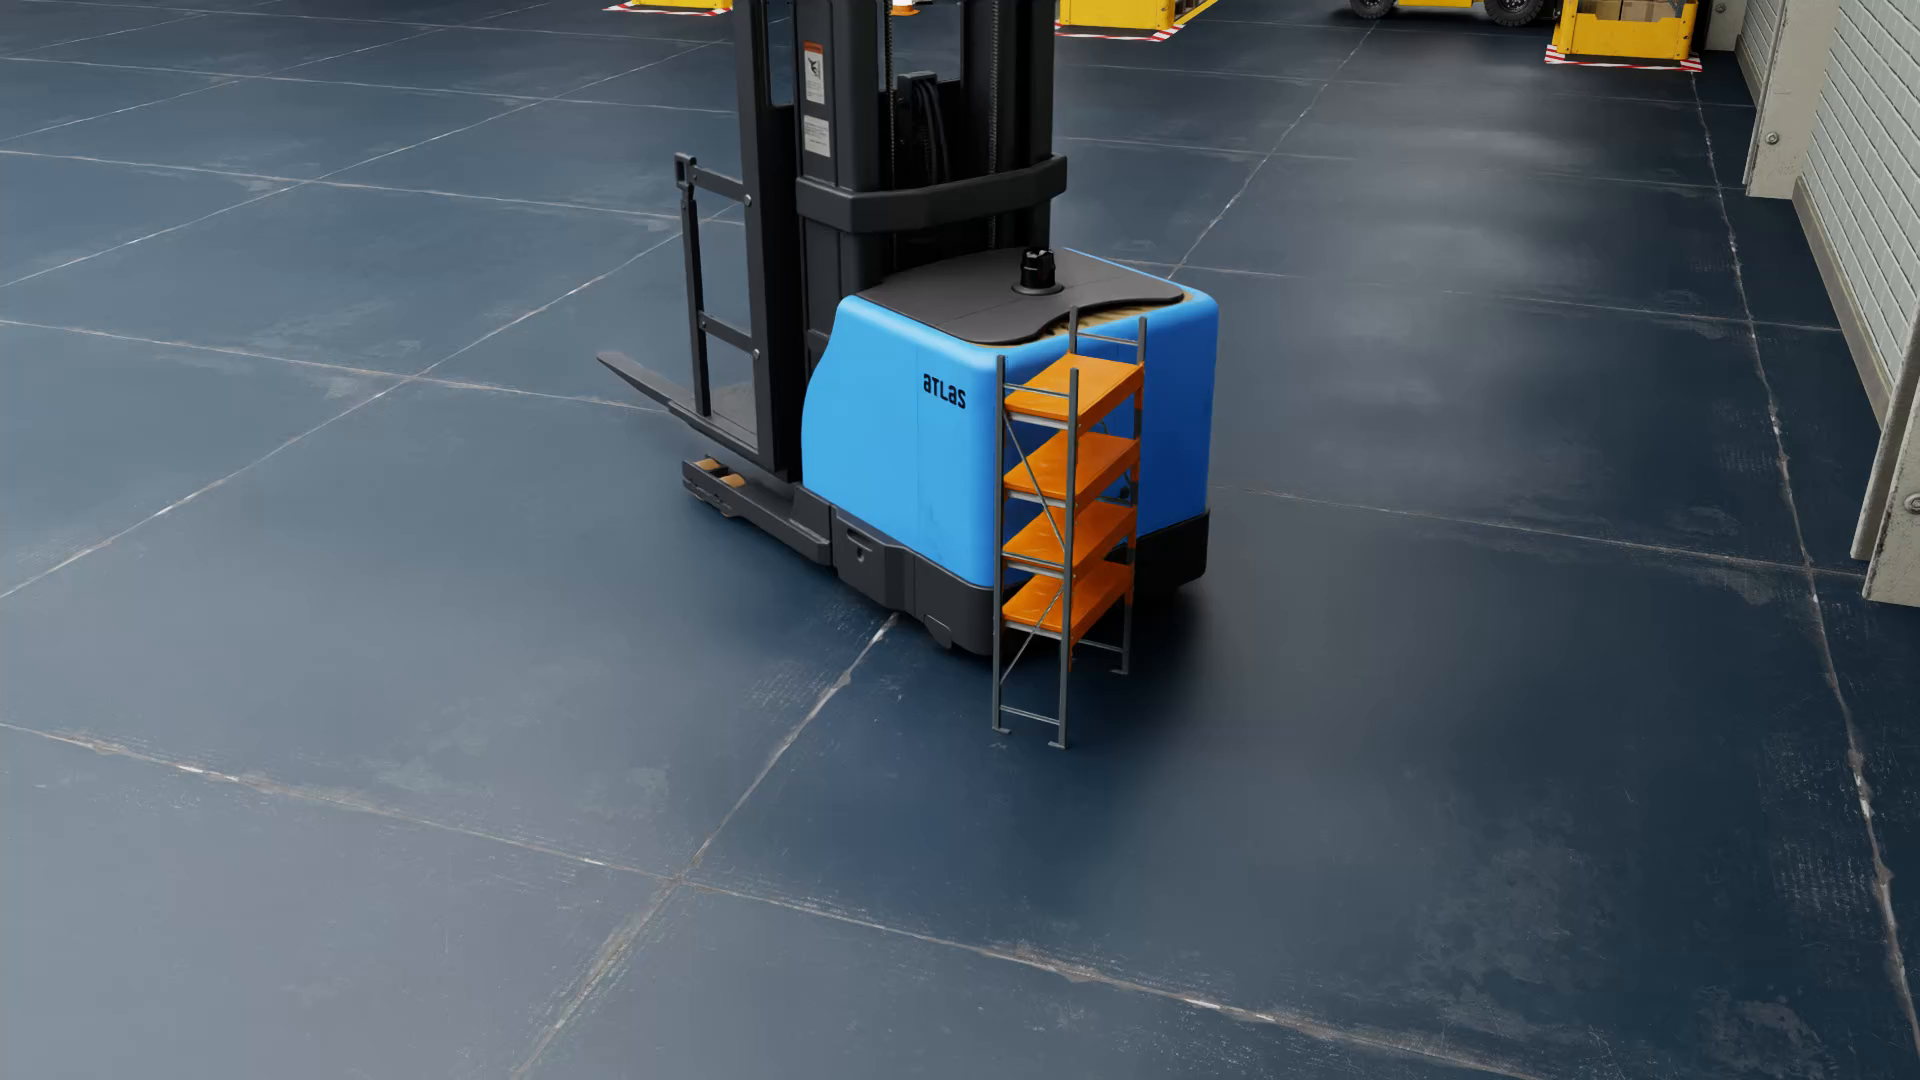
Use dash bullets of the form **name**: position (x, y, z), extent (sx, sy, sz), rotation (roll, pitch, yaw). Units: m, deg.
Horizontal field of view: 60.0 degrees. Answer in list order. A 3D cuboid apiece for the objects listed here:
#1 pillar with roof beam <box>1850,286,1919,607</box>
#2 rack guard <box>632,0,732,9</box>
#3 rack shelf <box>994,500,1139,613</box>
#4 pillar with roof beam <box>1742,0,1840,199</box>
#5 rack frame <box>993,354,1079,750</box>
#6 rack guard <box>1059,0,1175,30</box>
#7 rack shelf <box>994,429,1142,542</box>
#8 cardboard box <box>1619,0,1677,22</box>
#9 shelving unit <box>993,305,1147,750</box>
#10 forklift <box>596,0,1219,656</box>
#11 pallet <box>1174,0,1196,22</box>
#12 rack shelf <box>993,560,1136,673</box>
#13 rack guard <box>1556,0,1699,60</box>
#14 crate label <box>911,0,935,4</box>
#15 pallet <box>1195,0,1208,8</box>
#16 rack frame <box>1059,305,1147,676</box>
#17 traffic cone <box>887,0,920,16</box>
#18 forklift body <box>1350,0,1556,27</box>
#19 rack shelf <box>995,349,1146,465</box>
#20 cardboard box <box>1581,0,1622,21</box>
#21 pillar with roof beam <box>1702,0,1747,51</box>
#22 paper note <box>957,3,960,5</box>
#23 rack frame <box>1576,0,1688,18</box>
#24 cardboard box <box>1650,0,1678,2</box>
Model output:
- **pillar with roof beam**: position (-0.683, -4.527, 5.273), extent (9.100, 9.000, 0.400), rotation (9, 27, 17)
- **rack guard**: position (-3.103, -6.238, 18.560), extent (1.175, 0.500, 0.348), rotation (9, 27, 17)
- **rack shelf**: position (0.322, 0.025, 4.976), extent (0.258, 0.148, 0.480), rotation (13, 29, 25)
- **pillar with roof beam**: position (1.314, -6.992, 10.366), extent (9.100, 9.000, 0.400), rotation (9, 27, 17)
- **rack frame**: position (0.209, 0.059, 4.752), extent (0.240, 1.200, 0.015), rotation (13, 29, 25)
- **rack guard**: position (1.632, -5.603, 17.248), extent (1.175, 0.500, 0.348), rotation (9, 27, 17)
- **rack shelf**: position (0.322, -0.176, 4.878), extent (0.258, 0.148, 0.480), rotation (13, 29, 25)
- **cardboard box**: position (6.636, -5.103, 16.021), extent (0.500, 0.250, 0.500), rotation (9, 27, 18)
- **shelving unit**: position (0.322, -0.036, 4.947), extent (0.258, 1.200, 0.503), rotation (13, 29, 25)
- **forklift**: position (-0.438, -1.525, 6.036), extent (1.130, 2.935, 3.031), rotation (-19, 32, -34)
- **pallet**: position (1.935, -5.801, 17.990), extent (1.003, 0.211, 1.213), rotation (9, 27, 17)
- **rack shelf**: position (0.322, 0.204, 5.062), extent (0.258, 0.148, 0.480), rotation (13, 29, 25)
- **rack guard**: position (6.280, -4.843, 15.680), extent (1.175, 0.500, 0.348), rotation (9, 27, 17)
- **crate label**: position (-0.424, -6.125, 18.744), extent (0.250, 0.136, 0.298), rotation (-5, 26, -9)
- **pallet**: position (2.343, -6.301, 19.022), extent (1.003, 0.211, 1.213), rotation (9, 27, 17)
- **rack frame**: position (0.436, -0.130, 5.141), extent (0.240, 1.200, 0.015), rotation (13, 29, 25)
- **traffic cone**: position (-0.627, -5.940, 17.987), extent (0.336, 0.463, 0.334), rotation (9, 27, 17)
- **forklift body**: position (5.199, -6.640, 17.496), extent (2.313, 2.155, 1.214), rotation (9, 27, 17)
- **rack shelf**: position (0.322, -0.389, 4.775), extent (0.258, 0.148, 0.480), rotation (13, 29, 25)
- **cardboard box**: position (6.147, -5.169, 16.156), extent (0.500, 0.250, 0.500), rotation (9, 27, 18)
- **pillar with roof beam**: position (3.310, -9.458, 15.458), extent (9.100, 9.000, 0.400), rotation (9, 27, 17)
- **paper note**: position (0.044, -6.037, 18.684), extent (0.148, 0.019, 0.142), rotation (0, 26, -1)
- **rack frame**: position (6.288, -5.978, 15.155), extent (1.000, 3.000, 0.127), rotation (9, 27, 17)
- **cardboard box**: position (6.641, -5.318, 15.891), extent (0.500, 0.250, 0.500), rotation (9, 27, 18)
